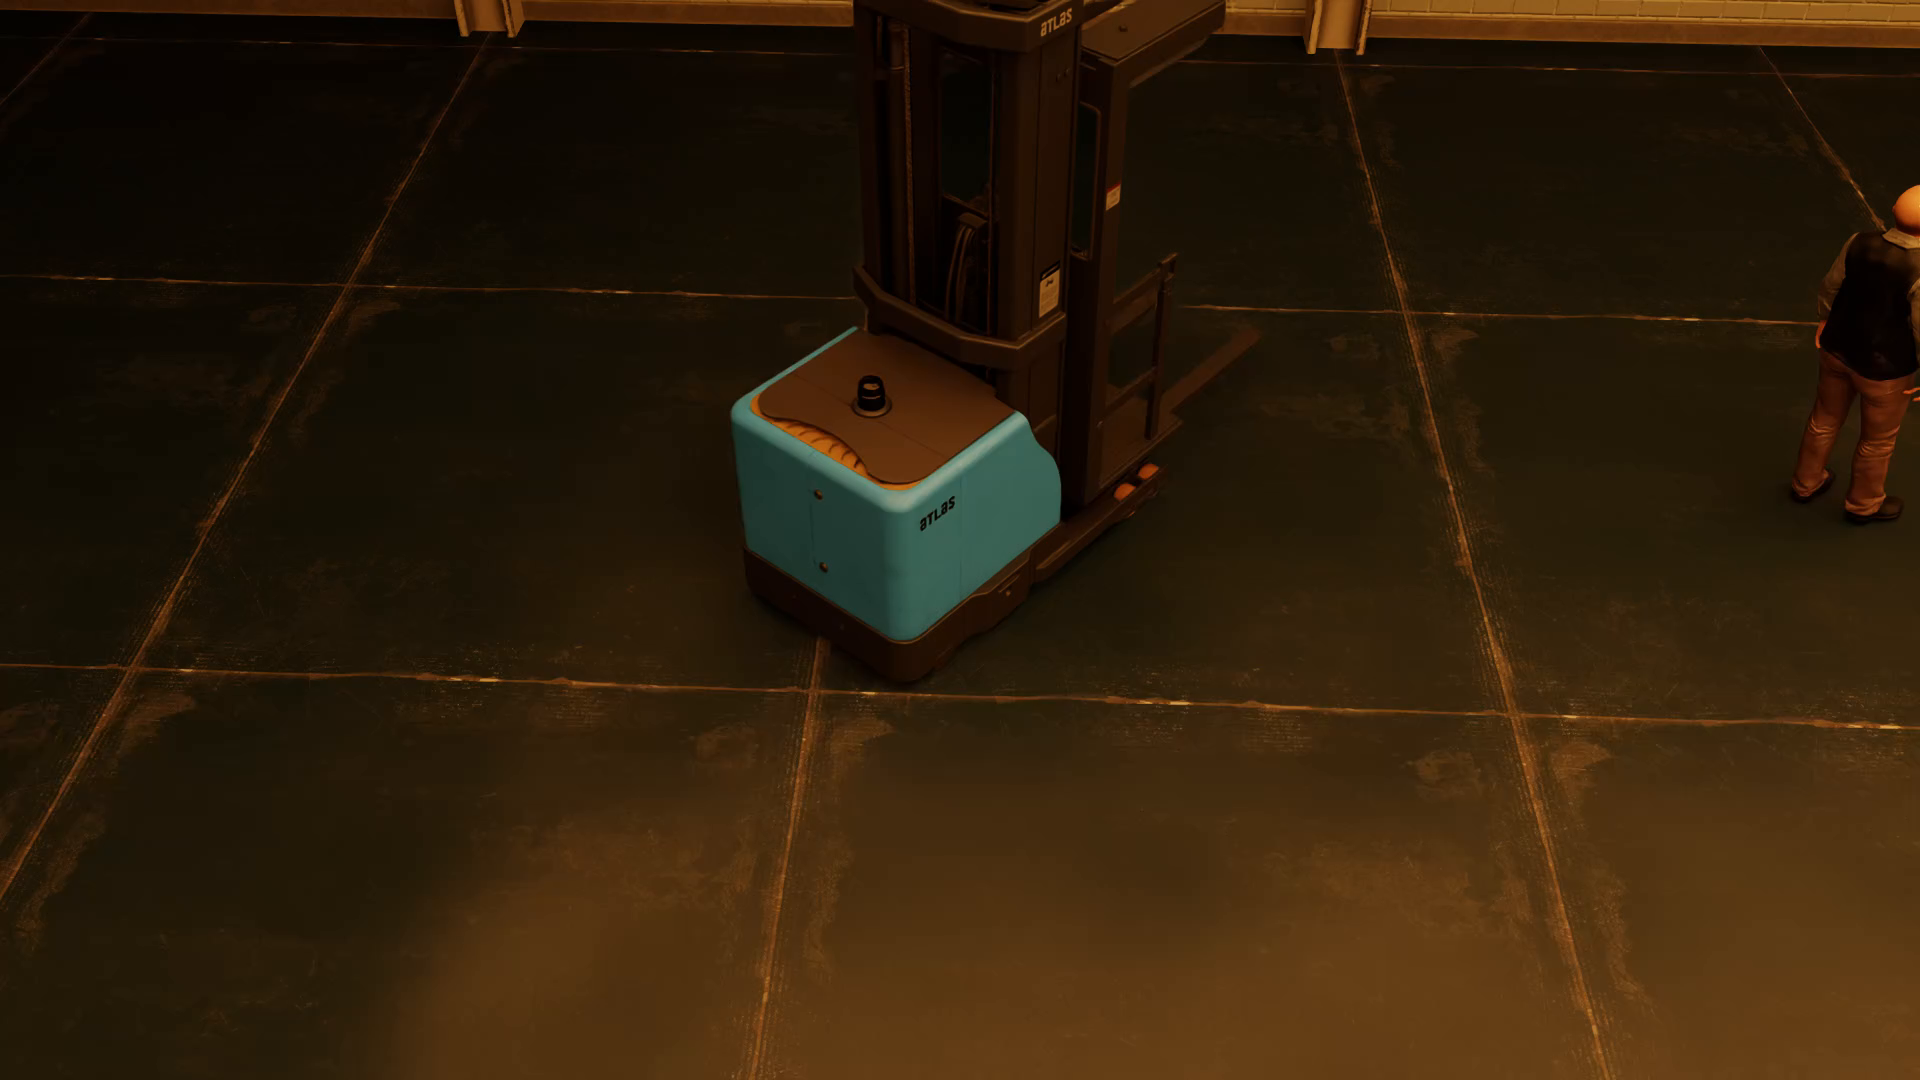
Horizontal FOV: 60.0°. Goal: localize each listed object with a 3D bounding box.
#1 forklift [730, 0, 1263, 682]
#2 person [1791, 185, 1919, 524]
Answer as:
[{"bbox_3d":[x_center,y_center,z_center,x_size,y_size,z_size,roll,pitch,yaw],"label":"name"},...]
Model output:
[{"bbox_3d":[0.362,-1.392,7.267,1.130,2.935,3.031,30,50,29],"label":"forklift"},{"bbox_3d":[4.187,-0.855,7.565,0.570,1.719,0.632,-21,46,-21],"label":"person"}]
